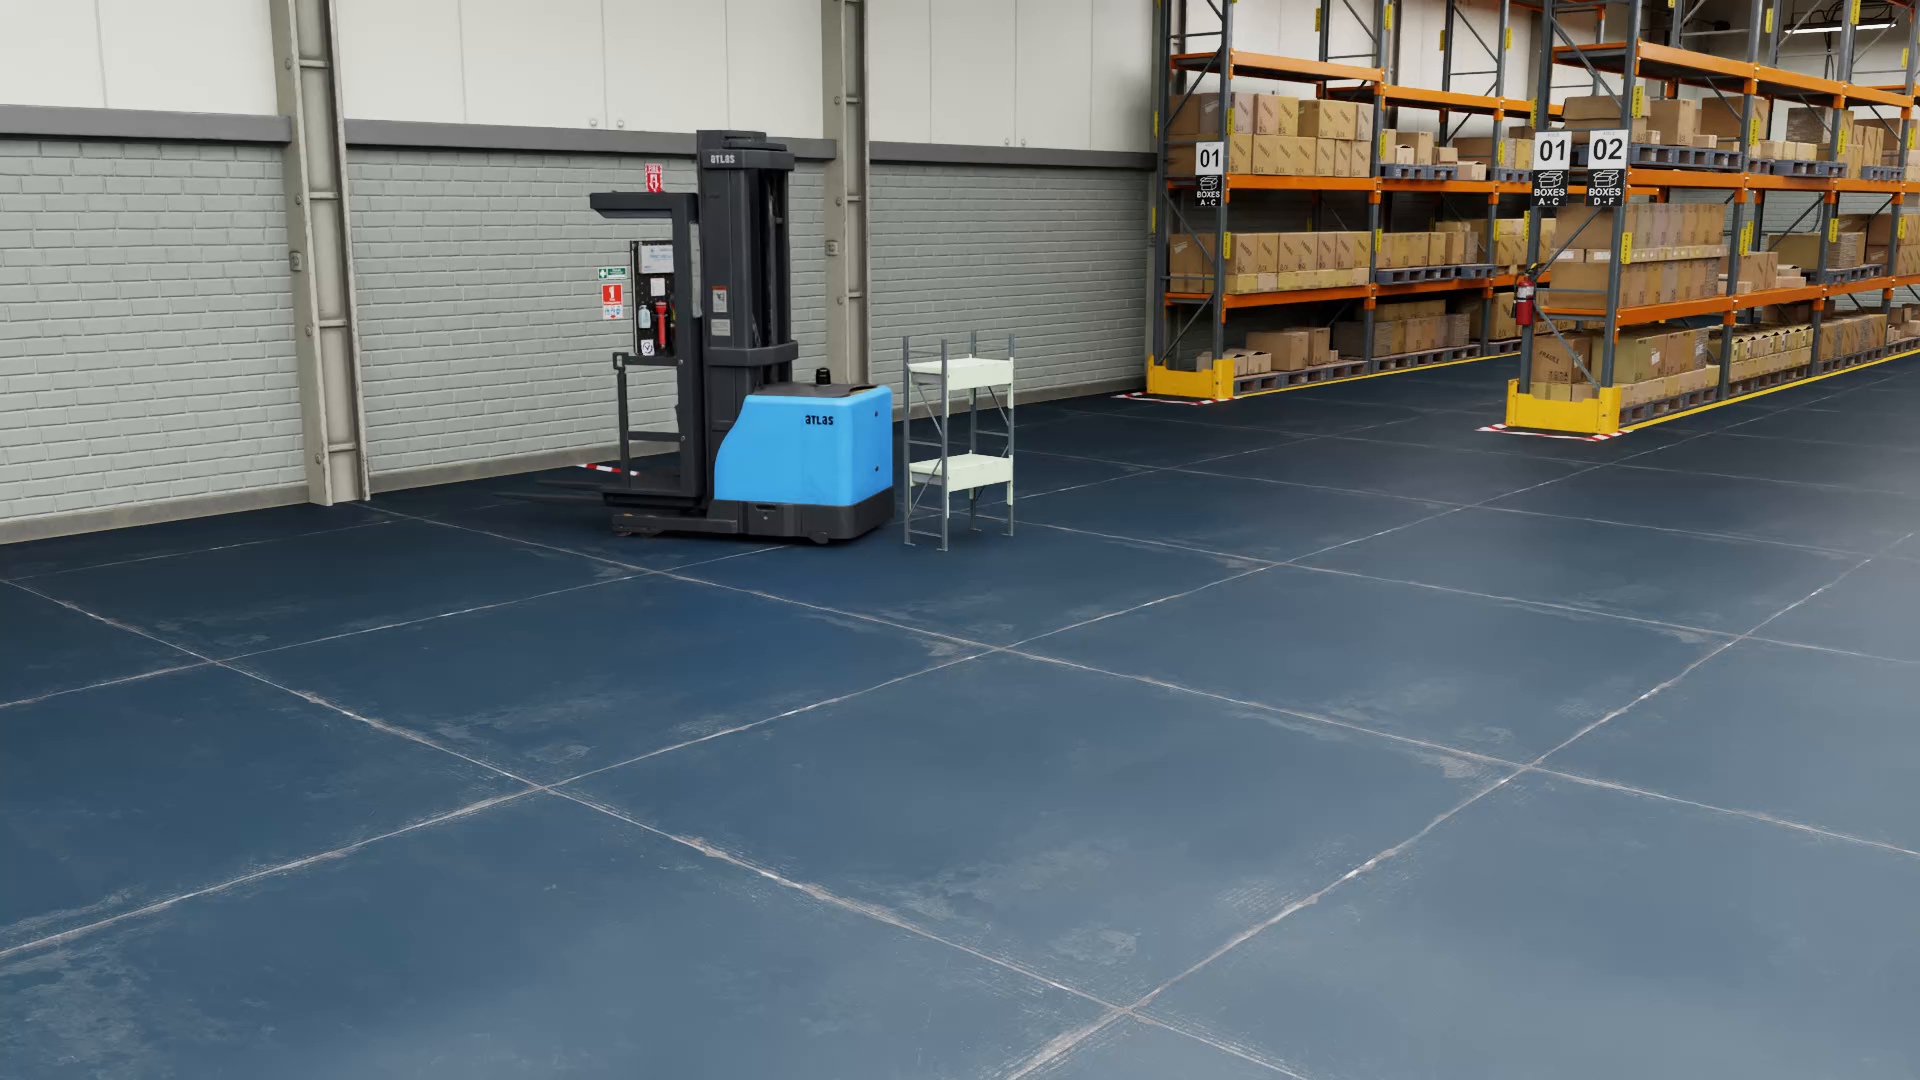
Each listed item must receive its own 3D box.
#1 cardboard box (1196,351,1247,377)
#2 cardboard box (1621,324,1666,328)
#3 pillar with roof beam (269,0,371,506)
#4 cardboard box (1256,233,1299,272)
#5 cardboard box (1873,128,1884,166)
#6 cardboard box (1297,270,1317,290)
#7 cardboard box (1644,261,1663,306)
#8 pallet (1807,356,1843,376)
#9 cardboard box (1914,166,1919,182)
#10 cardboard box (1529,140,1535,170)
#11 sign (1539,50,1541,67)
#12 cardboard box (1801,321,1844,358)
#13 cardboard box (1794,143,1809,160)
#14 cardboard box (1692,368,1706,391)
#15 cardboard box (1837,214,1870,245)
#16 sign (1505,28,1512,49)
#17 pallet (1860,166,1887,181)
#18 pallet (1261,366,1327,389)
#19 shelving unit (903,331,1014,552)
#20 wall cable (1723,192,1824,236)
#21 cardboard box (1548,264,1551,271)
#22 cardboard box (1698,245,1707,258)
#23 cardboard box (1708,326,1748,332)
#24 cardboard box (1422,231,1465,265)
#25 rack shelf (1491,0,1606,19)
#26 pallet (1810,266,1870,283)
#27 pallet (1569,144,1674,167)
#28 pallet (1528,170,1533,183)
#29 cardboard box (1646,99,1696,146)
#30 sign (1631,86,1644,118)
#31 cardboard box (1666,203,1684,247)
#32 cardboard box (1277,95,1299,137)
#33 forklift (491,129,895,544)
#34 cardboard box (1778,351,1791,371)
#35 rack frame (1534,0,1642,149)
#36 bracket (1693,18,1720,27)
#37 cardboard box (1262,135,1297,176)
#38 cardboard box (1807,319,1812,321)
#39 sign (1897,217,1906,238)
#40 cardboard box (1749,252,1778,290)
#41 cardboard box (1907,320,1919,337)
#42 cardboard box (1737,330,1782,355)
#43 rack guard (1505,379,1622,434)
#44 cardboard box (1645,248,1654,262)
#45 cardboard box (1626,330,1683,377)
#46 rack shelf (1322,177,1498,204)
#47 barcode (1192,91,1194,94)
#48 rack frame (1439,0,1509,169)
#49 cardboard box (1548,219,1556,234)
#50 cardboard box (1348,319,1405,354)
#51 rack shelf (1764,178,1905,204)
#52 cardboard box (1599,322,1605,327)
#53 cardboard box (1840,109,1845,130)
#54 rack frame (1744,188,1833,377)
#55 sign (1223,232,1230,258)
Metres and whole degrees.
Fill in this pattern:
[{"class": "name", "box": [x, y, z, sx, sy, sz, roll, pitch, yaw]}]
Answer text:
[{"class": "cardboard box", "box": [3.464, -2.337, 21.995, 0.500, 0.311, 0.500, 8, 14, 34]}, {"class": "cardboard box", "box": [8.439, -2.421, 20.709, 0.500, 0.500, 0.500, 10, 15, 40]}, {"class": "pillar with roof beam", "box": [-1.935, -4.184, 10.186, 9.100, 9.000, 0.400, 10, 15, 40]}, {"class": "cardboard box", "box": [4.160, -3.832, 22.154, 0.500, 0.500, 0.500, 9, 14, 39]}, {"class": "cardboard box", "box": [14.197, -6.186, 26.281, 0.600, 0.600, 0.600, 8, 14, 35]}, {"class": "cardboard box", "box": [4.509, -3.543, 22.624, 0.500, 0.250, 0.500, 10, 15, 41]}, {"class": "cardboard box", "box": [7.656, -2.976, 19.198, 0.700, 0.500, 0.500, 10, 15, 41]}, {"class": "pallet", "box": [12.466, -2.624, 24.811, 1.003, 0.211, 1.213, 10, 15, 40]}, {"class": "cardboard box", "box": [15.425, -5.985, 27.244, 0.500, 0.250, 0.500, 10, 15, 40]}, {"class": "cardboard box", "box": [9.500, -6.580, 28.460, 0.700, 0.500, 0.500, 10, 15, 40]}, {"class": "sign", "box": [10.461, -8.668, 29.846, 0.100, 0.325, 0.005, 10, 15, 40]}, {"class": "cardboard box", "box": [12.801, -2.985, 24.754, 0.500, 0.500, 0.500, 9, 14, 38]}, {"class": "cardboard box", "box": [11.355, -5.337, 22.924, 0.500, 0.250, 0.500, 10, 15, 42]}, {"class": "cardboard box", "box": [8.825, -1.987, 20.450, 0.500, 0.250, 0.500, 10, 15, 40]}, {"class": "cardboard box", "box": [14.724, -5.123, 27.392, 0.500, 0.500, 0.500, 10, 15, 41]}, {"class": "sign", "box": [8.635, -7.897, 26.186, 0.100, 0.325, 0.005, 10, 15, 40]}, {"class": "pallet", "box": [13.419, -5.614, 25.483, 1.213, 0.211, 1.003, 10, 15, 40]}, {"class": "pallet", "box": [4.358, -2.287, 23.123, 1.003, 0.211, 1.213, 10, 15, 40]}, {"class": "shelving unit", "box": [-0.004, -0.734, 12.059, 0.431, 1.500, 0.755, 10, 15, 40]}, {"class": "wall cable", "box": [17.504, -7.909, 36.761, 3.097, 2.526, 0.112, 10, 15, 40]}, {"class": "cardboard box", "box": [10.156, -4.769, 29.021, 0.380, 0.149, 0.250, 10, 15, 40]}, {"class": "cardboard box", "box": [8.777, -3.484, 20.085, 0.380, 0.149, 0.250, 10, 15, 40]}, {"class": "cardboard box", "box": [10.699, -2.827, 23.224, 0.500, 0.311, 0.500, 9, 15, 39]}, {"class": "cardboard box", "box": [7.570, -4.635, 26.382, 0.700, 0.500, 0.500, 8, 14, 35]}, {"class": "rack shelf", "box": [9.541, -9.040, 27.847, 1.077, 0.370, 4.000, 10, 15, 40]}, {"class": "pallet", "box": [13.225, -4.079, 25.467, 1.003, 0.211, 1.213, 10, 15, 40]}, {"class": "pallet", "box": [7.150, -4.238, 18.339, 1.003, 0.211, 1.213, 10, 15, 40]}, {"class": "pallet", "box": [9.342, -6.172, 28.276, 1.003, 0.211, 1.213, 11, 16, 43]}, {"class": "cardboard box", "box": [7.965, -4.713, 18.808, 0.500, 0.500, 0.500, 10, 15, 40]}, {"class": "sign", "box": [7.077, -4.576, 17.369, 0.100, 0.325, 0.005, 10, 15, 40]}, {"class": "cardboard box", "box": [8.022, -3.696, 19.489, 0.700, 0.500, 0.500, 10, 15, 40]}, {"class": "cardboard box", "box": [4.076, -5.539, 21.768, 0.500, 0.500, 0.500, 10, 15, 42]}, {"class": "forklift", "box": [-2.077, -1.550, 12.490, 3.031, 2.935, 1.130, 3, 12, 16]}, {"class": "cardboard box", "box": [11.109, -2.486, 22.945, 0.500, 0.250, 0.500, 10, 15, 42]}, {"class": "rack frame", "box": [6.664, -5.652, 17.532, 1.000, 3.000, 0.127, 10, 15, 40]}, {"class": "bracket", "box": [16.349, -11.197, 36.105, 0.076, 0.066, 3.189, 10, 15, 40]}, {"class": "cardboard box", "box": [4.070, -5.048, 21.860, 0.500, 0.500, 0.500, 11, 16, 43]}, {"class": "cardboard box", "box": [12.727, -3.121, 25.436, 0.500, 0.500, 0.500, 9, 14, 38]}, {"class": "sign", "box": [15.004, -4.972, 26.489, 0.100, 0.325, 0.005, 10, 15, 40]}, {"class": "cardboard box", "box": [10.849, -3.687, 22.756, 0.500, 0.500, 0.500, 9, 14, 37]}, {"class": "cardboard box", "box": [16.402, -3.683, 28.892, 0.500, 0.250, 0.500, 10, 15, 40]}, {"class": "cardboard box", "box": [10.778, -2.686, 22.516, 0.500, 0.311, 0.500, 10, 15, 42]}, {"class": "rack guard", "box": [6.648, -1.480, 18.347, 1.175, 0.500, 0.348, 10, 15, 40]}, {"class": "cardboard box", "box": [7.591, -3.219, 18.760, 0.380, 0.149, 0.250, 9, 15, 39]}, {"class": "cardboard box", "box": [8.177, -2.206, 19.629, 0.500, 0.500, 0.500, 10, 15, 40]}, {"class": "rack shelf", "box": [6.901, -5.351, 25.520, 1.077, 0.370, 4.000, 10, 15, 40]}, {"class": "barcode", "box": [3.033, -5.823, 21.710, 0.001, 0.075, 0.075, 10, 15, 40]}, {"class": "rack frame", "box": [8.221, -7.469, 26.629, 1.000, 3.000, 0.127, 10, 15, 40]}, {"class": "cardboard box", "box": [10.064, -5.437, 28.793, 0.500, 0.250, 0.500, 10, 15, 41]}, {"class": "cardboard box", "box": [6.357, -3.121, 25.438, 0.700, 0.500, 0.500, 9, 15, 39]}, {"class": "rack shelf", "box": [13.265, -5.299, 25.263, 1.077, 0.370, 4.000, 10, 15, 40]}, {"class": "cardboard box", "box": [11.766, -4.266, 31.219, 0.700, 0.500, 0.500, 10, 15, 40]}, {"class": "cardboard box", "box": [12.574, -6.035, 24.304, 0.500, 0.500, 0.500, 10, 15, 40]}, {"class": "rack frame", "box": [11.944, -3.887, 24.013, 1.000, 3.000, 0.127, 10, 15, 40]}, {"class": "sign", "box": [3.348, -3.704, 20.888, 0.100, 0.325, 0.005, 10, 15, 40]}]
